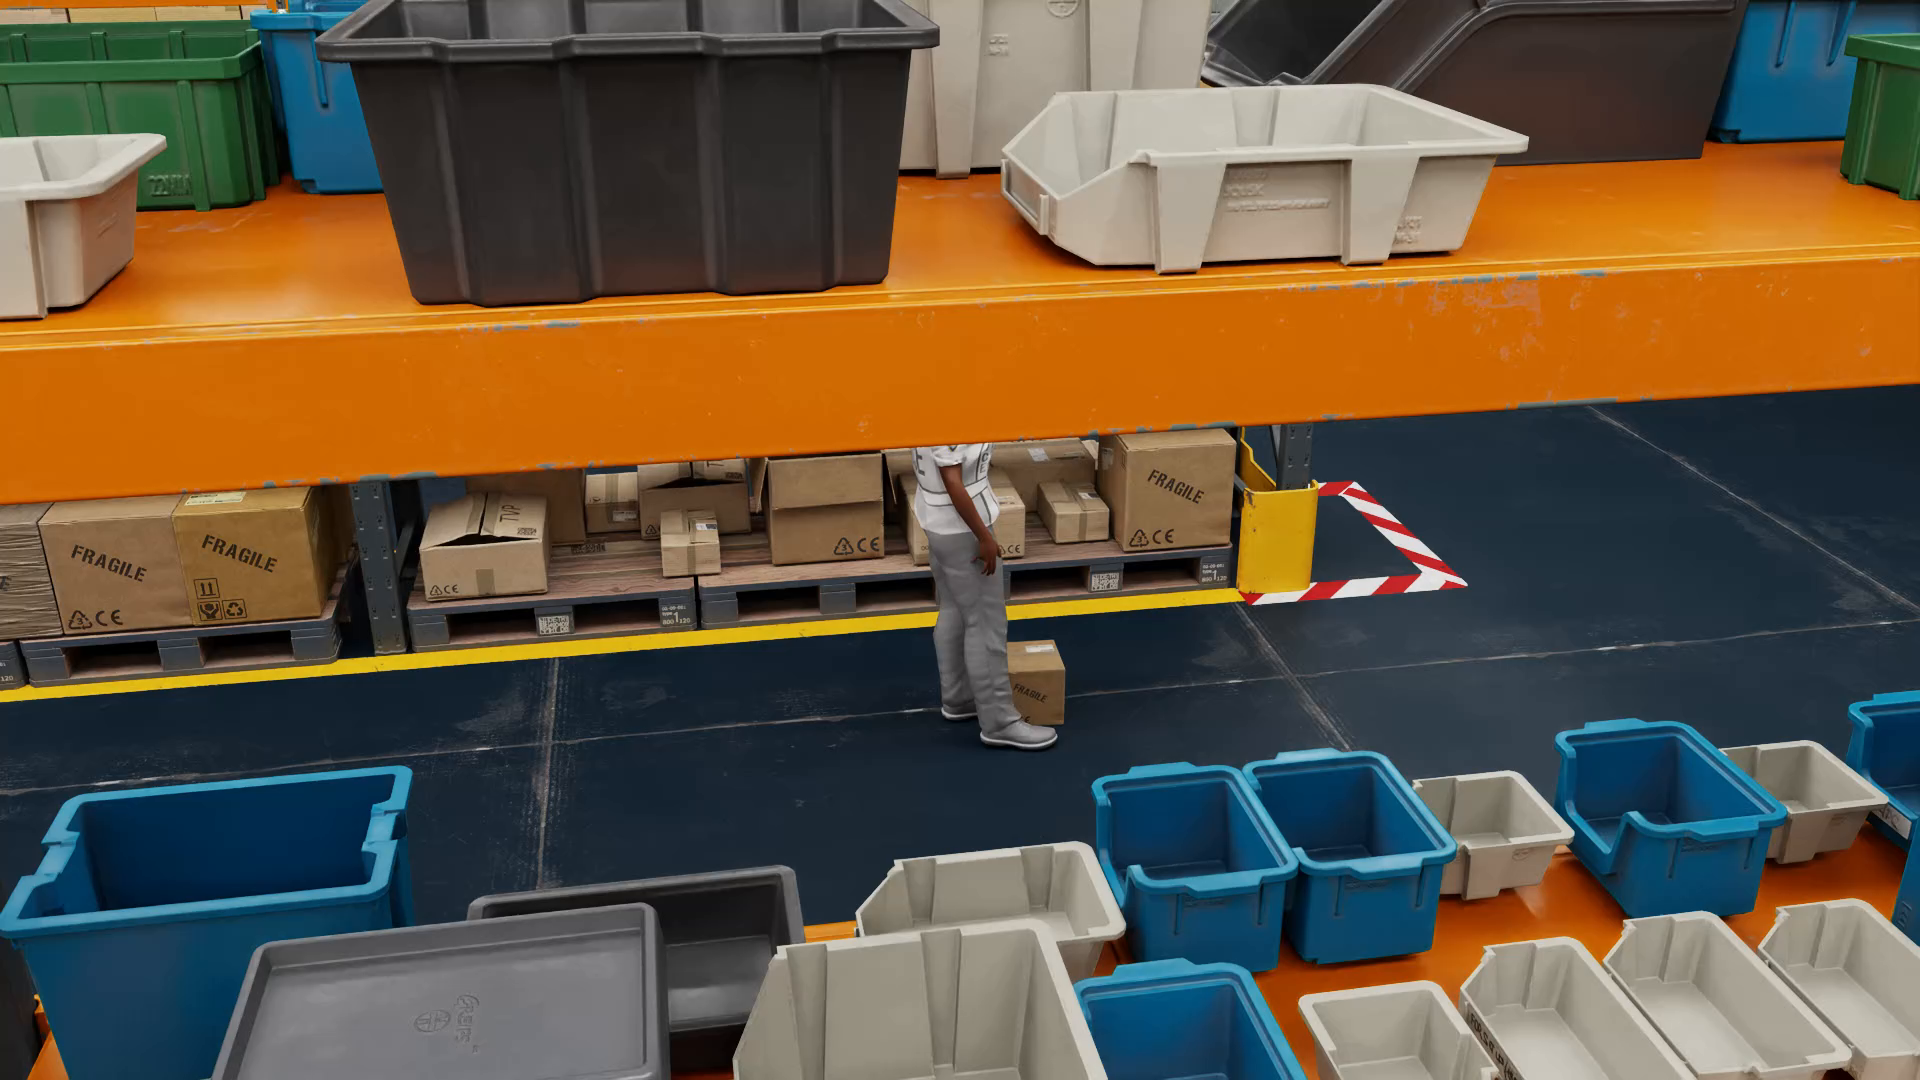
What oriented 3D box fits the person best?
[{"bbox_3d":[0.071,-0.075,6.205,0.529,1.694,0.568,-4,24,-10],"label":"person"}]
